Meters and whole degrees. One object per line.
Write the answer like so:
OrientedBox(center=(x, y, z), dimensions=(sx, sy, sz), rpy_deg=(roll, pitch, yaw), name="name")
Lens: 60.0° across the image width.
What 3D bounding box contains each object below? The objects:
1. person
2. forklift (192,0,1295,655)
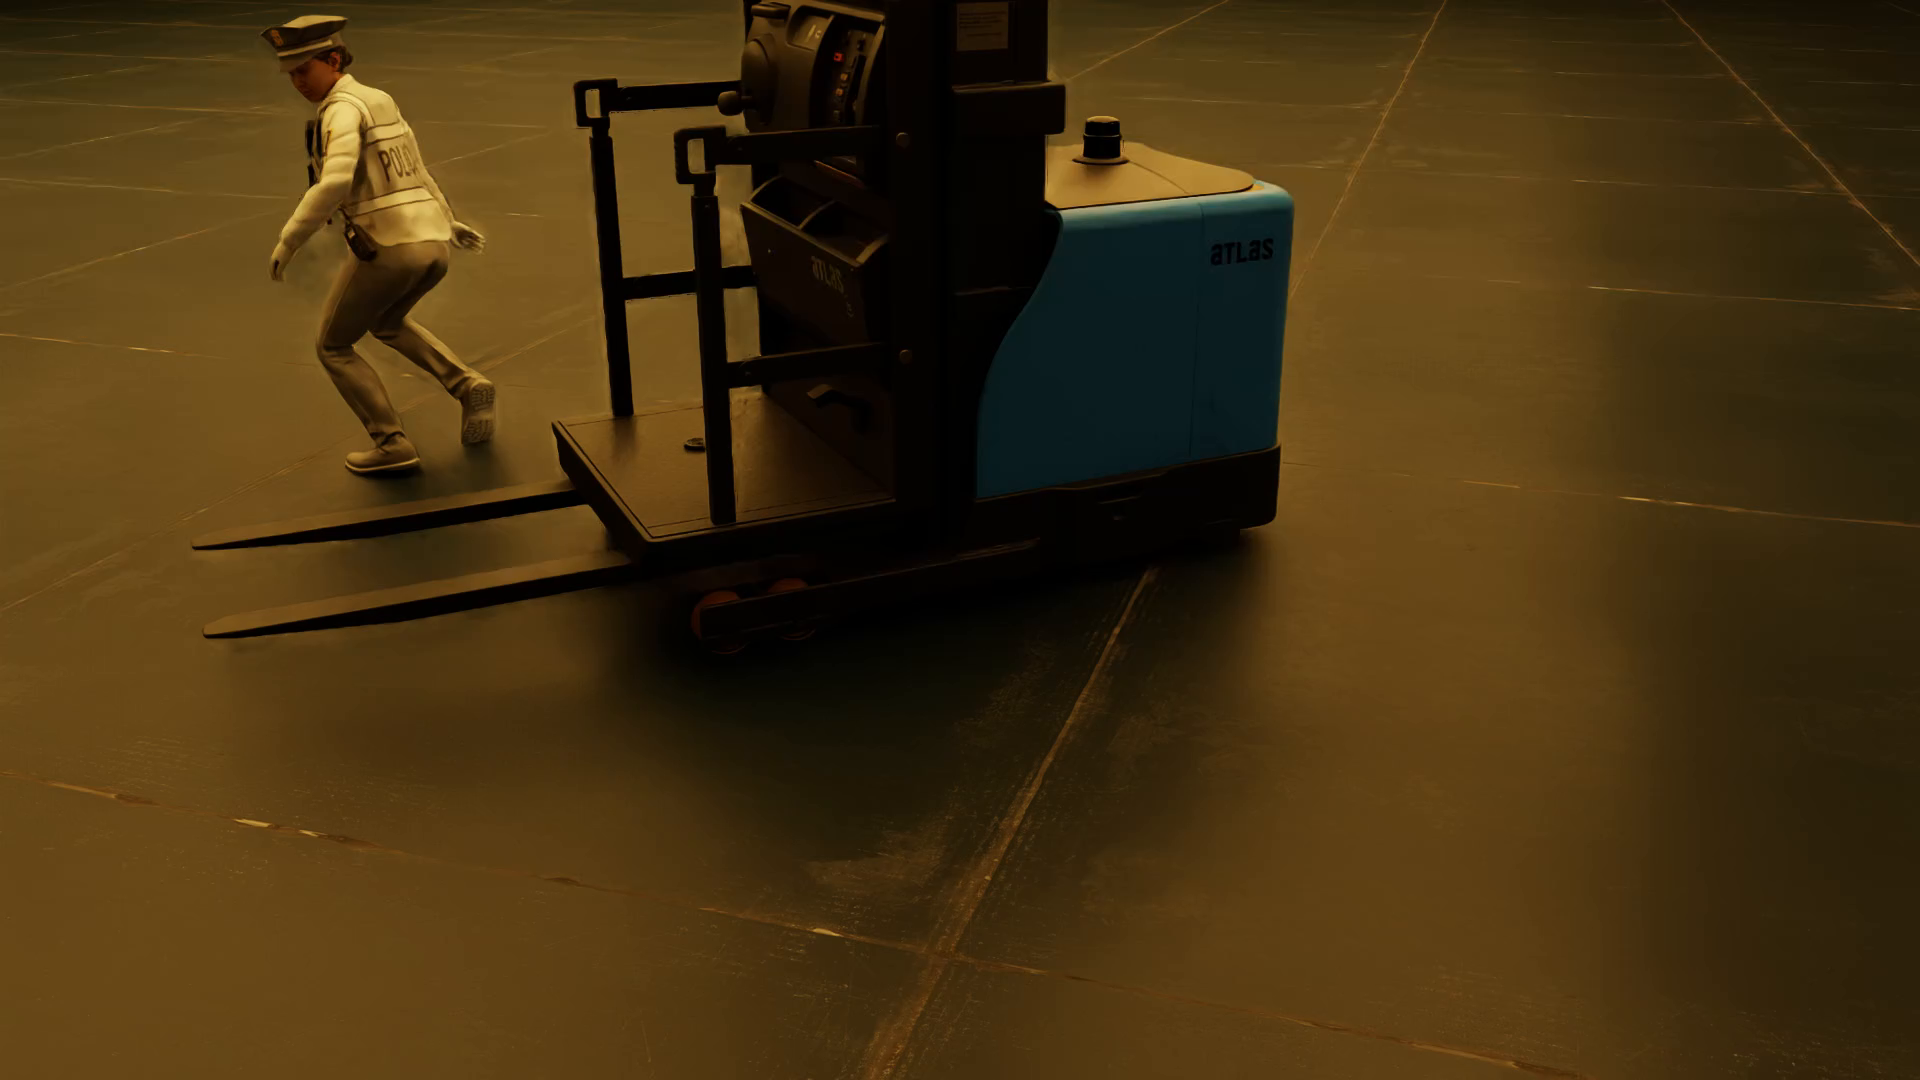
OrientedBox(center=(-1.937, -0.990, 5.628), dimensions=(0.521, 1.510, 0.893), rpy_deg=(5, 23, 13), name="person")
OrientedBox(center=(-0.584, -1.281, 4.383), dimensions=(3.031, 2.935, 1.130), rpy_deg=(-10, 25, -23), name="forklift")
